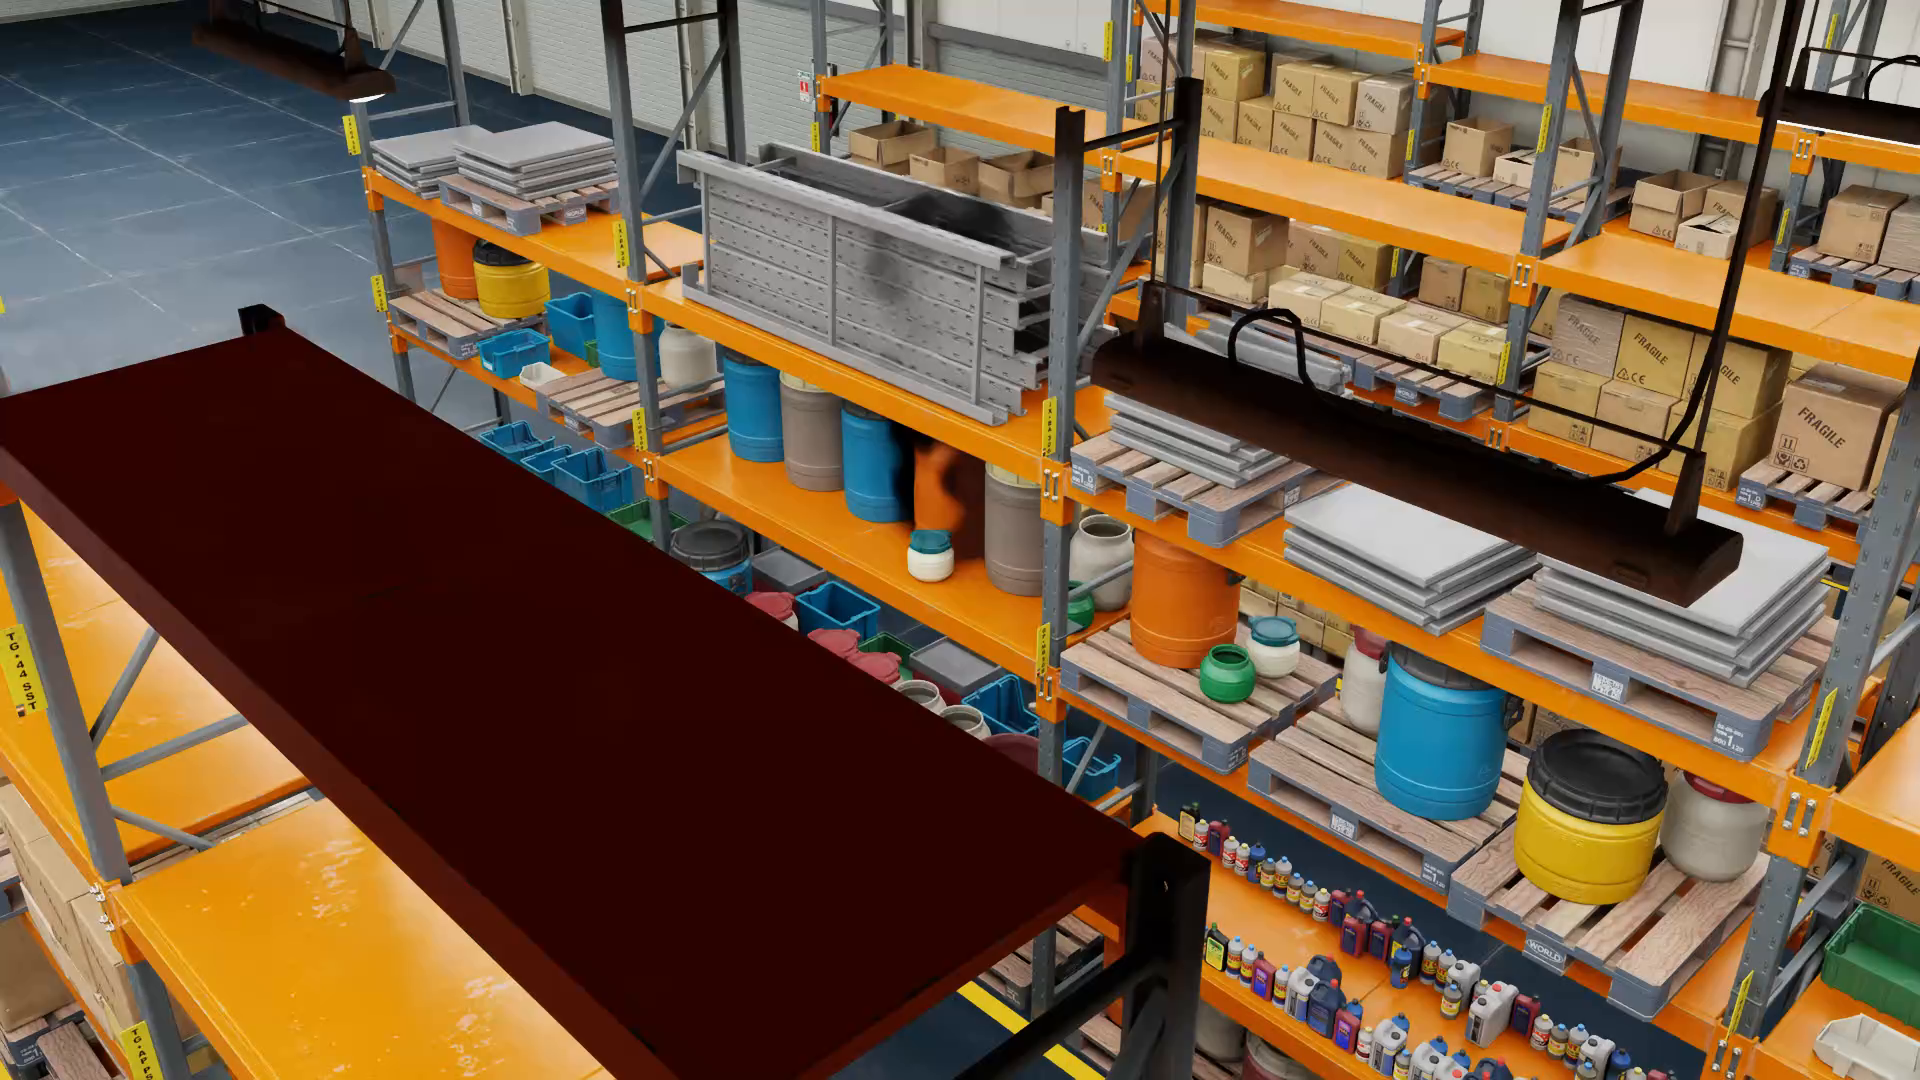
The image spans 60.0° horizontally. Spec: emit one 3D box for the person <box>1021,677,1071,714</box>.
[{"bbox_3d":[0.761,0.776,13.691,0.562,1.621,0.577,19,33,31],"label":"person"}]

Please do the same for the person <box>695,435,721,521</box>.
[{"bbox_3d":[-2.326,-0.383,15.778,0.840,1.710,0.543,25,37,39],"label":"person"}]
